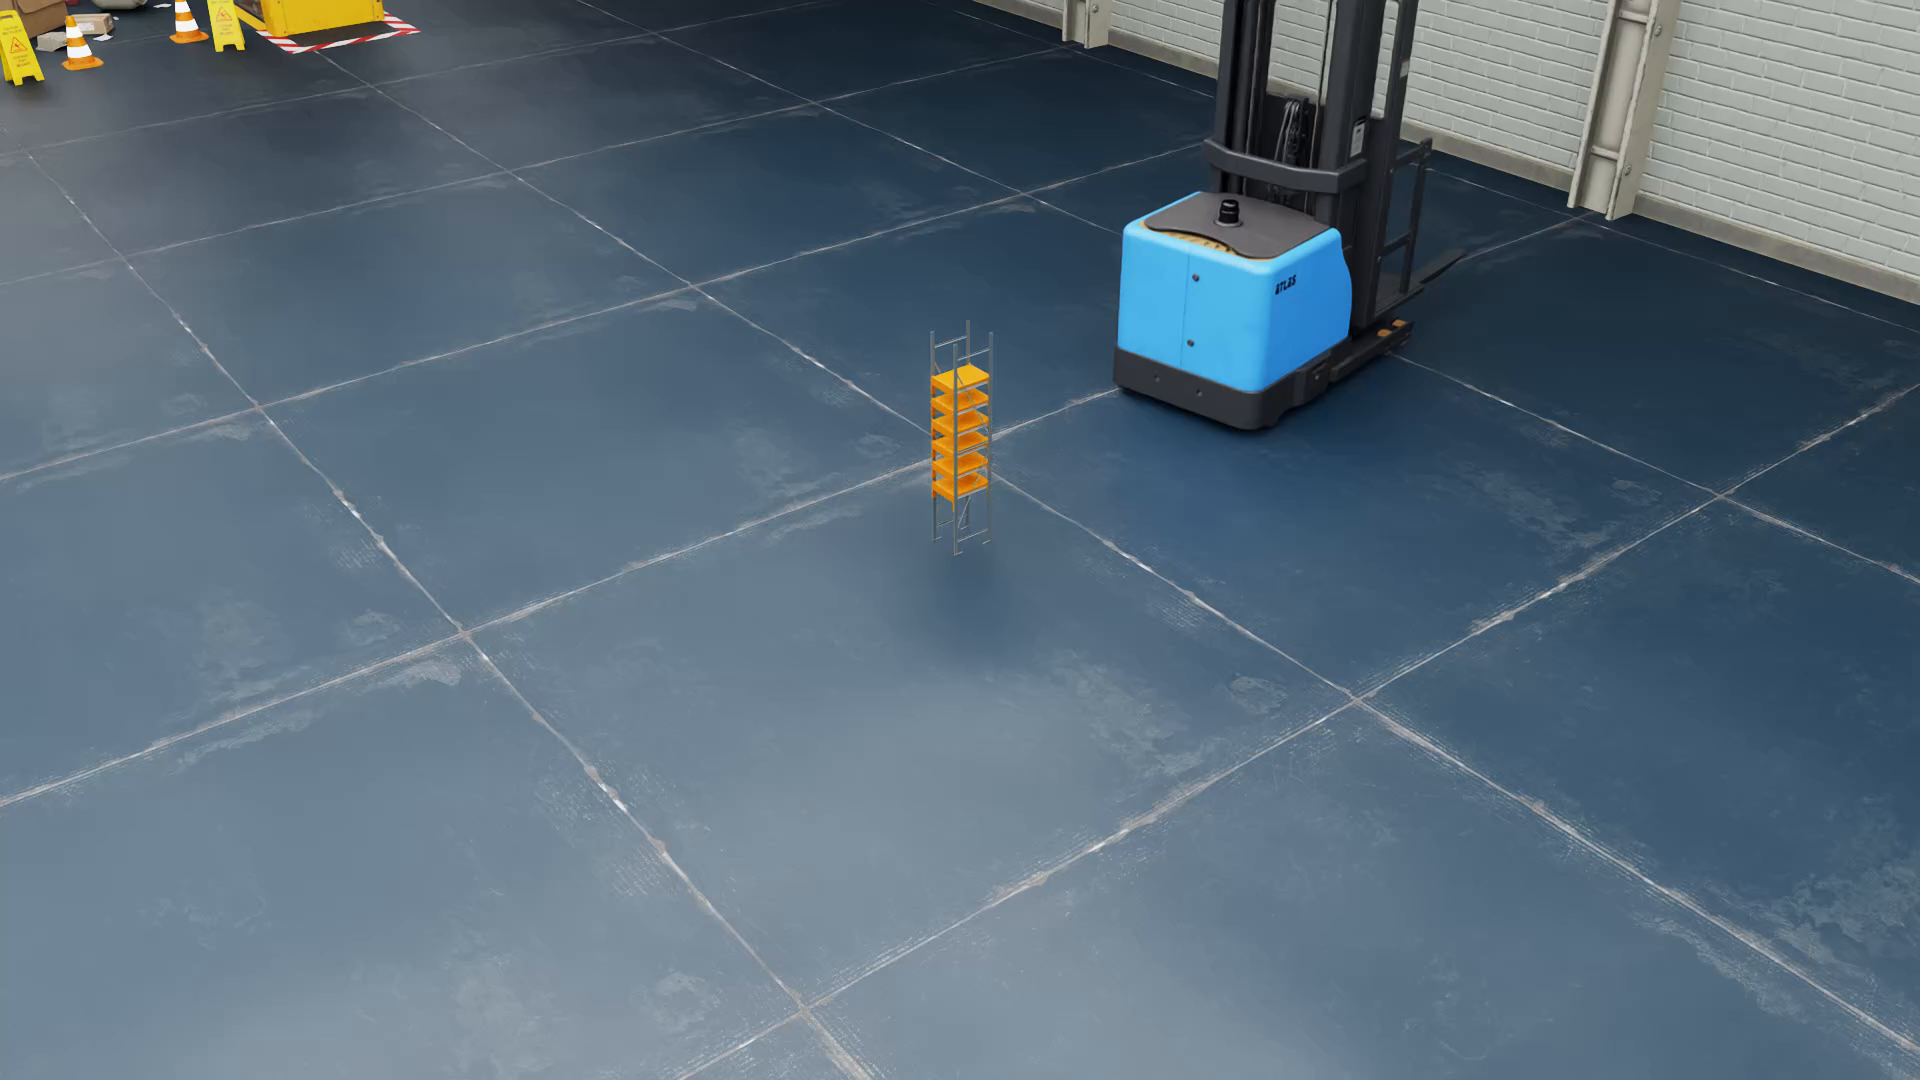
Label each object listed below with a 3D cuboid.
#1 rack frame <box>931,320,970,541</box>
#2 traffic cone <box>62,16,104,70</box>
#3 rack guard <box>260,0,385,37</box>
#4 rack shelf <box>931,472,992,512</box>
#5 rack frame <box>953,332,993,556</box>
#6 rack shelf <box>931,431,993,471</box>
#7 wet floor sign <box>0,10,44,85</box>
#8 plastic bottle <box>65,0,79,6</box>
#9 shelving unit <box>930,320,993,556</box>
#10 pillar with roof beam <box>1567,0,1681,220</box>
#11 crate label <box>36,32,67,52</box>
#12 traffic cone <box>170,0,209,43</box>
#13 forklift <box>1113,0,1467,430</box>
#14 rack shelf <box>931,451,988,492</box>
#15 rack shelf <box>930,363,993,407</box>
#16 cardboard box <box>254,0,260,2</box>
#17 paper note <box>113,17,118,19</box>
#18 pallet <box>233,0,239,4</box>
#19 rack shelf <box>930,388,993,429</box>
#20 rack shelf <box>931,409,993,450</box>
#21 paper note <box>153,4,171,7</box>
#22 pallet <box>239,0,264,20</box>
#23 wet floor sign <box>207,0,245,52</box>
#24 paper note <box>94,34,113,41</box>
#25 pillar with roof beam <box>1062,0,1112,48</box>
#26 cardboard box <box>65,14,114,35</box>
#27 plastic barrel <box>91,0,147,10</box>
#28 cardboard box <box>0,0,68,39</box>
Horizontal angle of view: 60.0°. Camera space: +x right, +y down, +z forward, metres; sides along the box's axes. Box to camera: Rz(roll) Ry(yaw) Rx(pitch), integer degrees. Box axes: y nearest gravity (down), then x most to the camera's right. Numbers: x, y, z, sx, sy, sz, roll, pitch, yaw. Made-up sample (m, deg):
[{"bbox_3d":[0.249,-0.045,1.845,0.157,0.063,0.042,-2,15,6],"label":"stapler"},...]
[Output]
[{"bbox_3d":[-0.047,-0.542,8.485,0.240,1.200,0.006,-22,38,-31],"label":"rack frame"},{"bbox_3d":[-8.554,-4.834,16.095,0.336,0.463,0.334,-22,38,-31],"label":"traffic cone"},{"bbox_3d":[-6.650,-5.621,17.326,1.175,0.500,0.348,-22,38,-31],"label":"rack guard"},{"bbox_3d":[0.009,-0.262,8.574,0.258,0.103,0.180,-22,38,-31],"label":"rack shelf"},{"bbox_3d":[0.065,-0.466,8.362,0.240,1.200,0.006,-22,38,-31],"label":"rack frame"},{"bbox_3d":[0.009,-0.466,8.447,0.258,0.103,0.180,-22,38,-31],"label":"rack shelf"},{"bbox_3d":[-8.869,-4.636,15.602,0.232,0.644,0.267,26,40,35],"label":"wet floor sign"},{"bbox_3d":[-9.746,-5.925,18.232,0.133,0.061,0.283,-16,35,-23],"label":"plastic bottle"},{"bbox_3d":[0.009,-0.504,8.424,0.258,1.200,0.189,-22,38,-31],"label":"shelving unit"},{"bbox_3d":[1.559,-4.995,8.263,9.100,9.000,0.400,-22,38,-31],"label":"pillar with roof beam"},{"bbox_3d":[-9.085,-5.003,16.676,0.298,0.136,0.250,12,34,19],"label":"crate label"},{"bbox_3d":[-7.886,-5.335,16.901,0.336,0.463,0.334,-22,38,-31],"label":"traffic cone"},{"bbox_3d":[2.284,-2.584,10.132,1.130,2.935,3.031,25,39,34],"label":"forklift"},{"bbox_3d":[0.009,-0.364,8.510,0.258,0.103,0.180,-22,38,-31],"label":"rack shelf"},{"bbox_3d":[0.009,-0.772,8.257,0.258,0.103,0.180,-22,38,-31],"label":"rack shelf"},{"bbox_3d":[-7.326,-5.921,17.649,0.500,0.250,0.500,-22,38,-32],"label":"cardboard box"},{"bbox_3d":[-8.972,-5.546,17.670,0.032,0.001,0.123,-22,38,-31],"label":"paper note"},{"bbox_3d":[-7.864,-6.356,18.784,1.003,0.211,1.213,-22,38,-31],"label":"pallet"},{"bbox_3d":[0.009,-0.670,8.321,0.258,0.103,0.180,-22,38,-31],"label":"rack shelf"},{"bbox_3d":[0.009,-0.568,8.384,0.258,0.103,0.180,-22,38,-31],"label":"rack shelf"},{"bbox_3d":[-8.671,-5.819,18.090,0.148,0.019,0.142,18,36,27],"label":"paper note"},{"bbox_3d":[-7.120,-5.848,17.966,1.003,0.211,1.213,-22,38,-31],"label":"pallet"},{"bbox_3d":[-7.332,-5.225,16.552,0.267,0.644,0.232,-10,33,-15],"label":"wet floor sign"},{"bbox_3d":[-8.755,-5.140,16.996,0.142,0.019,0.148,18,36,27],"label":"paper note"},{"bbox_3d":[-2.121,-7.495,12.289,9.100,9.000,0.400,-22,38,-31],"label":"pillar with roof beam"},{"bbox_3d":[-9.002,-5.332,17.194,0.380,0.149,0.250,-4,32,-7],"label":"cardboard box"},{"bbox_3d":[-9.065,-5.927,17.893,0.512,0.421,0.421,1,32,2],"label":"plastic barrel"},{"bbox_3d":[-9.680,-5.503,17.134,0.637,0.503,0.797,6,32,10],"label":"cardboard box"}]
